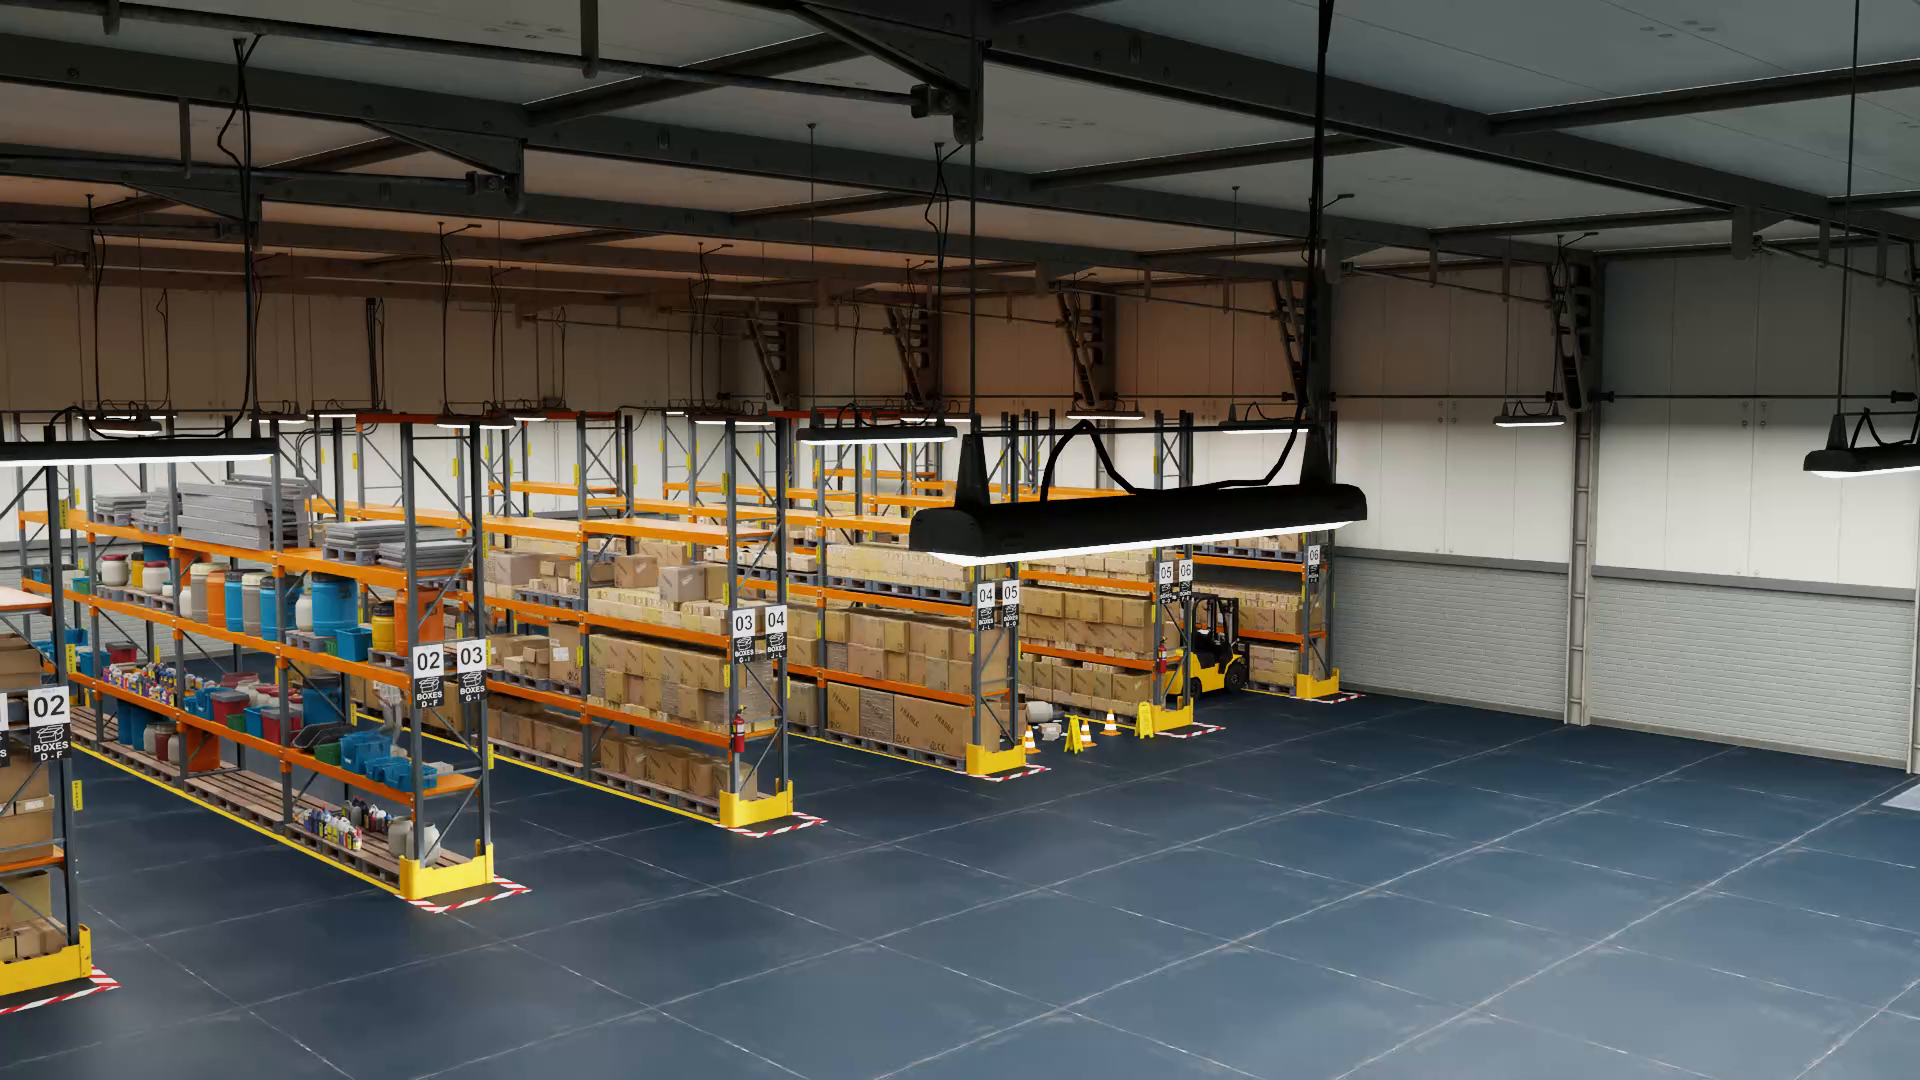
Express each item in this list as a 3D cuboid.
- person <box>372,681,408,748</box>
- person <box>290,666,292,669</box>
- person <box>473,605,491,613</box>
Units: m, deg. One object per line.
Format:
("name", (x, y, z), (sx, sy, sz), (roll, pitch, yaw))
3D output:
("person", (-10.187, 2.924, 29.751), (0.581, 1.650, 0.573), (4, 6, 39))
("person", (-14.653, 2.213, 37.503), (0.937, 1.761, 0.686), (-2, 5, -24))
("person", (-11.489, 1.965, 40.089), (0.706, 1.762, 0.899), (3, 6, 28))
